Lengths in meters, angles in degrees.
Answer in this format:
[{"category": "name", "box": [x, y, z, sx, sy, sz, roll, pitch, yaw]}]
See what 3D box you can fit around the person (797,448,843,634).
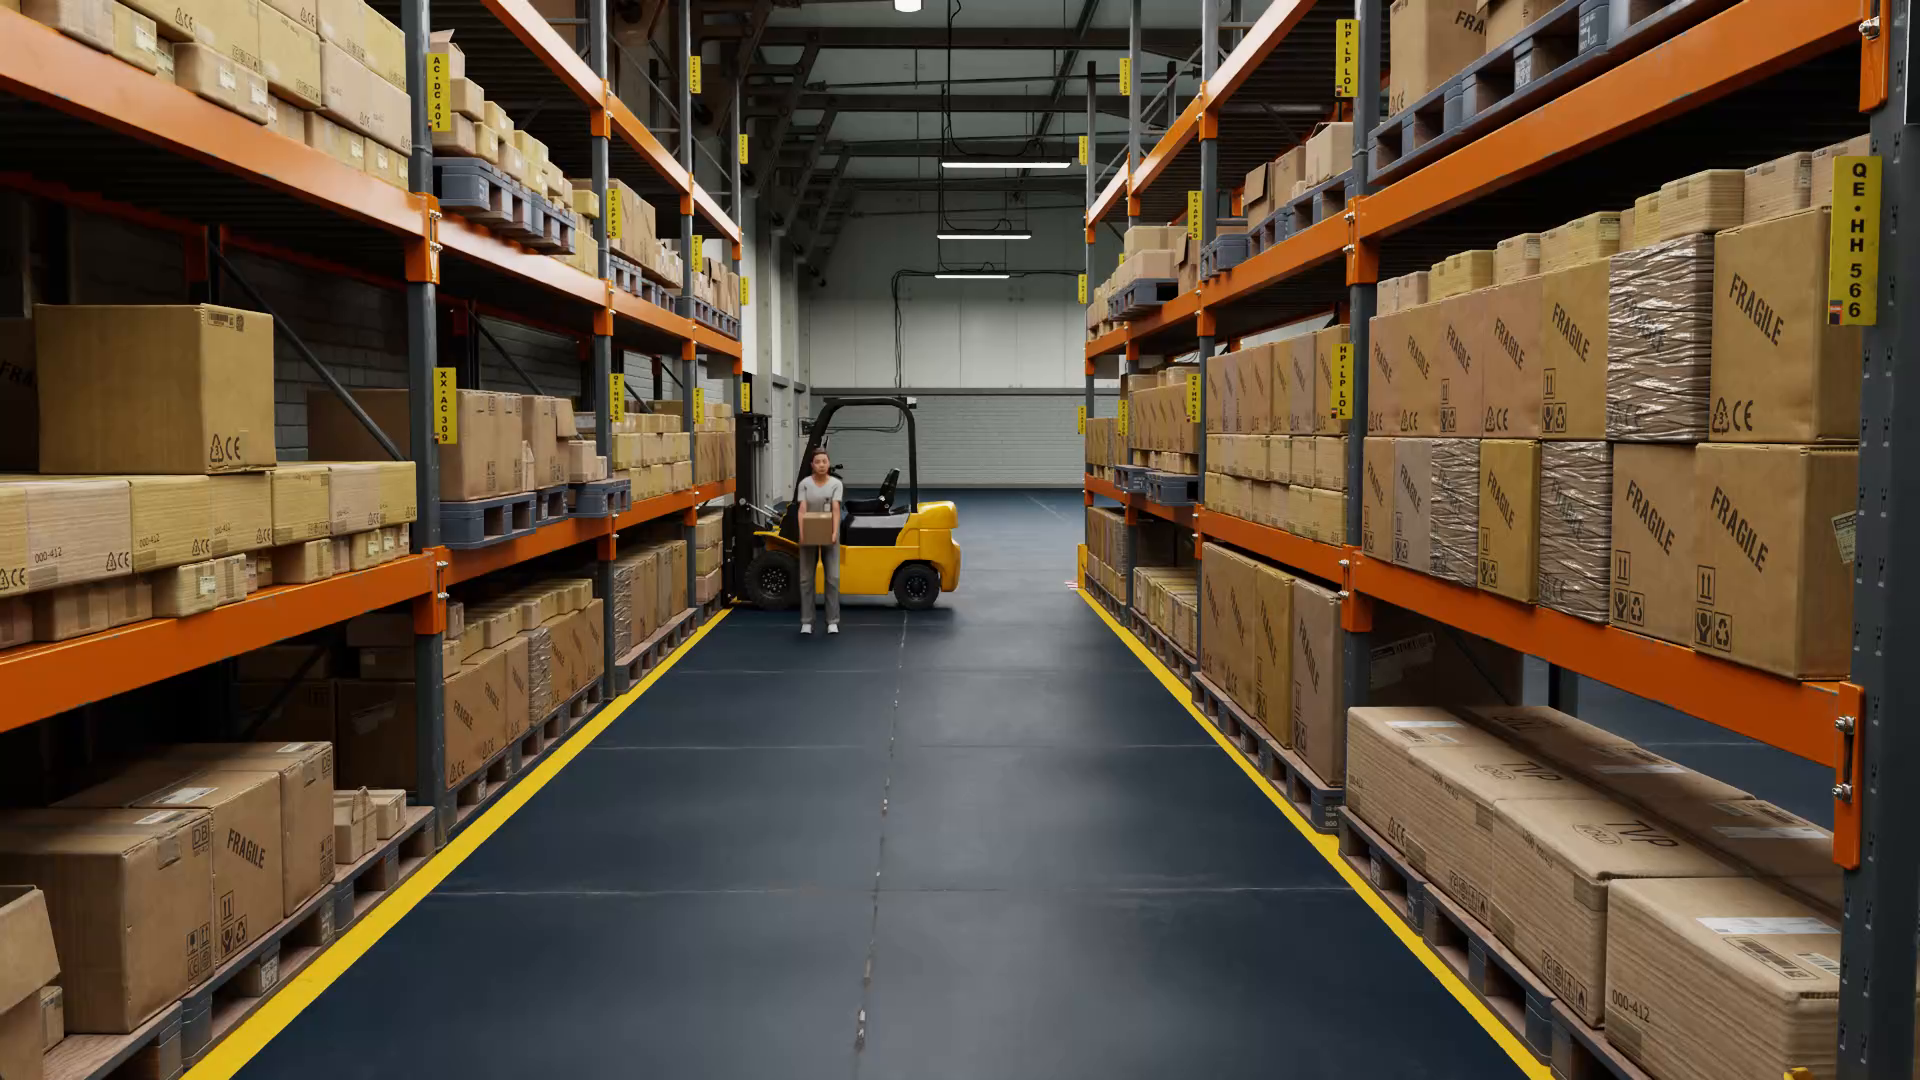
[{"category": "person", "box": [-1.254, 0.011, 14.908, 0.411, 1.666, 0.506, 0, 4, -2]}]
